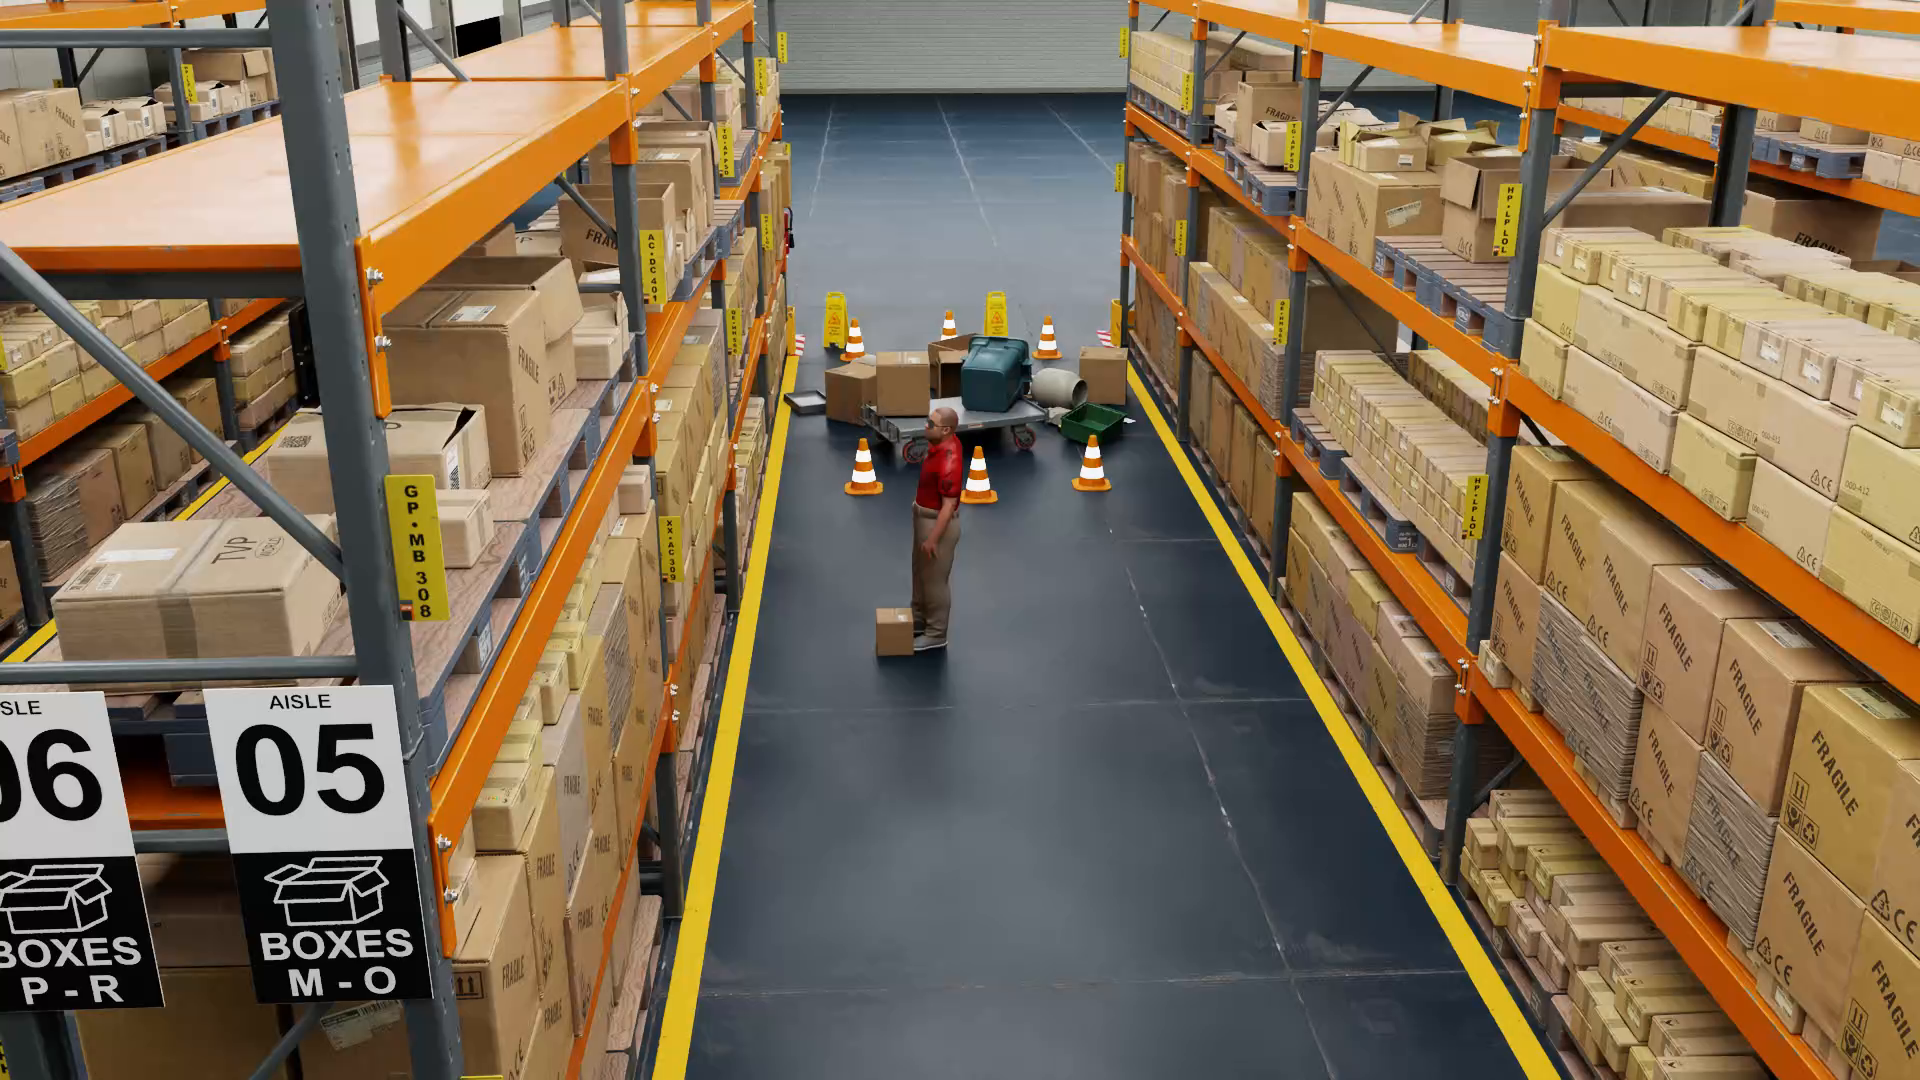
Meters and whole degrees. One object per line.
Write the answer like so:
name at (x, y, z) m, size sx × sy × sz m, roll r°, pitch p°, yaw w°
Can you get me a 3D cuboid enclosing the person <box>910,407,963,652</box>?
person at (-0.251, -0.080, 11.292) m, size 0.551 × 1.727 × 0.640 m, roll -1°, pitch 20°, yaw -3°
